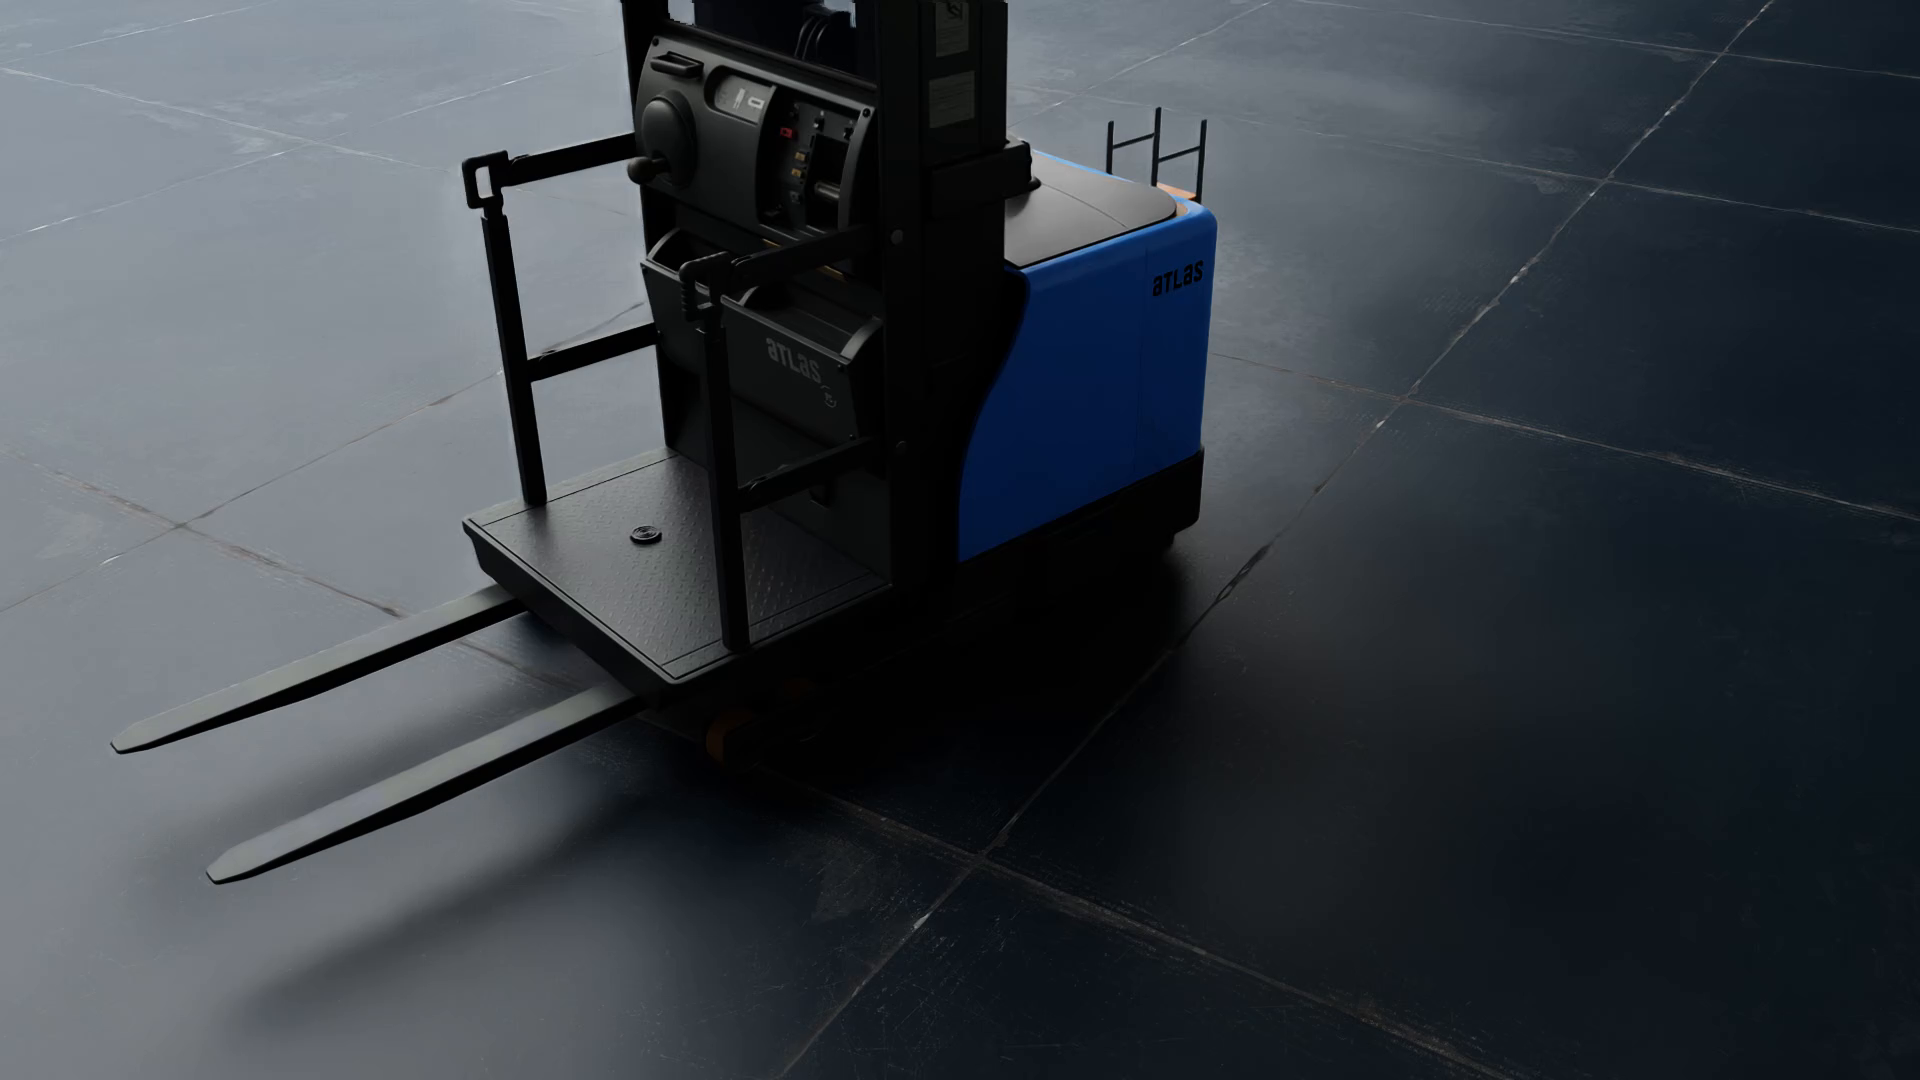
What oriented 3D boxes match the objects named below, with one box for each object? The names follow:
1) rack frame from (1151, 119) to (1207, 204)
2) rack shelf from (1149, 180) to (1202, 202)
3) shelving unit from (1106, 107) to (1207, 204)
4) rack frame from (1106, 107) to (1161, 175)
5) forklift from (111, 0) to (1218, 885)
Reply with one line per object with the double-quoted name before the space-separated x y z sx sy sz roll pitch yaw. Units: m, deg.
"rack frame" 0.663 -0.722 5.297 0.240 1.200 0.006 -25 39 -36
"rack shelf" 0.600 -1.028 5.196 0.258 0.103 0.180 -25 39 -36
"shelving unit" 0.600 -0.756 5.355 0.258 1.200 0.189 -25 39 -36
"rack frame" 0.538 -0.789 5.412 0.240 1.200 0.006 -25 39 -36
"forklift" -0.682 -0.972 4.008 3.031 2.935 1.130 -24 38 -35
